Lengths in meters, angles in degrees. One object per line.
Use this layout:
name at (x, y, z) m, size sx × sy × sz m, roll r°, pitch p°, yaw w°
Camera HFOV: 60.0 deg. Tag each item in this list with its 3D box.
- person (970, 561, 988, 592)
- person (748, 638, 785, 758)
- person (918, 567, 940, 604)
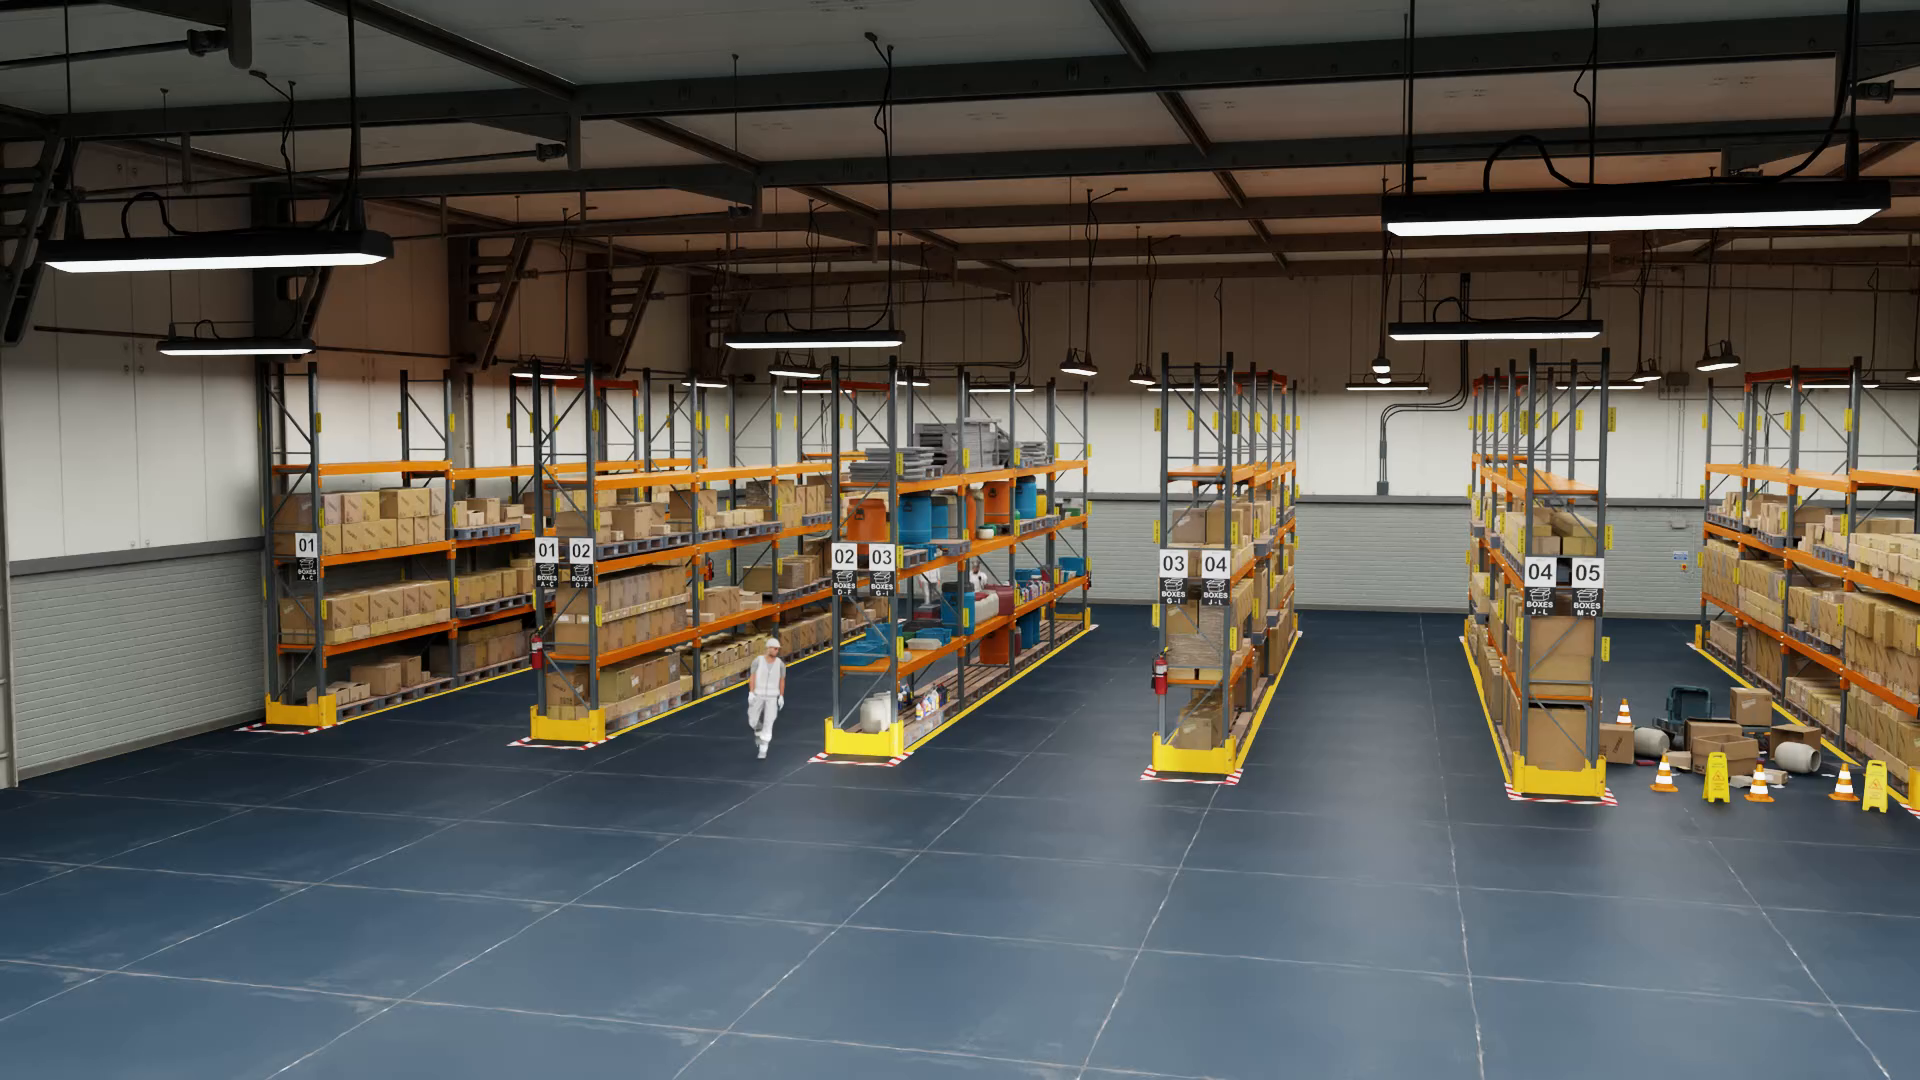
person at (0.352, 1.337, 39.589) m, size 0.566 × 1.701 × 1.077 m, roll 1°, pitch 4°, yaw 17°
person at (-2.909, 2.361, 24.991) m, size 0.573 × 1.756 × 0.726 m, roll -1°, pitch 4°, yaw -8°
person at (-0.801, 1.072, 43.456) m, size 0.559 × 1.717 × 1.107 m, roll -1°, pitch 4°, yaw -11°
